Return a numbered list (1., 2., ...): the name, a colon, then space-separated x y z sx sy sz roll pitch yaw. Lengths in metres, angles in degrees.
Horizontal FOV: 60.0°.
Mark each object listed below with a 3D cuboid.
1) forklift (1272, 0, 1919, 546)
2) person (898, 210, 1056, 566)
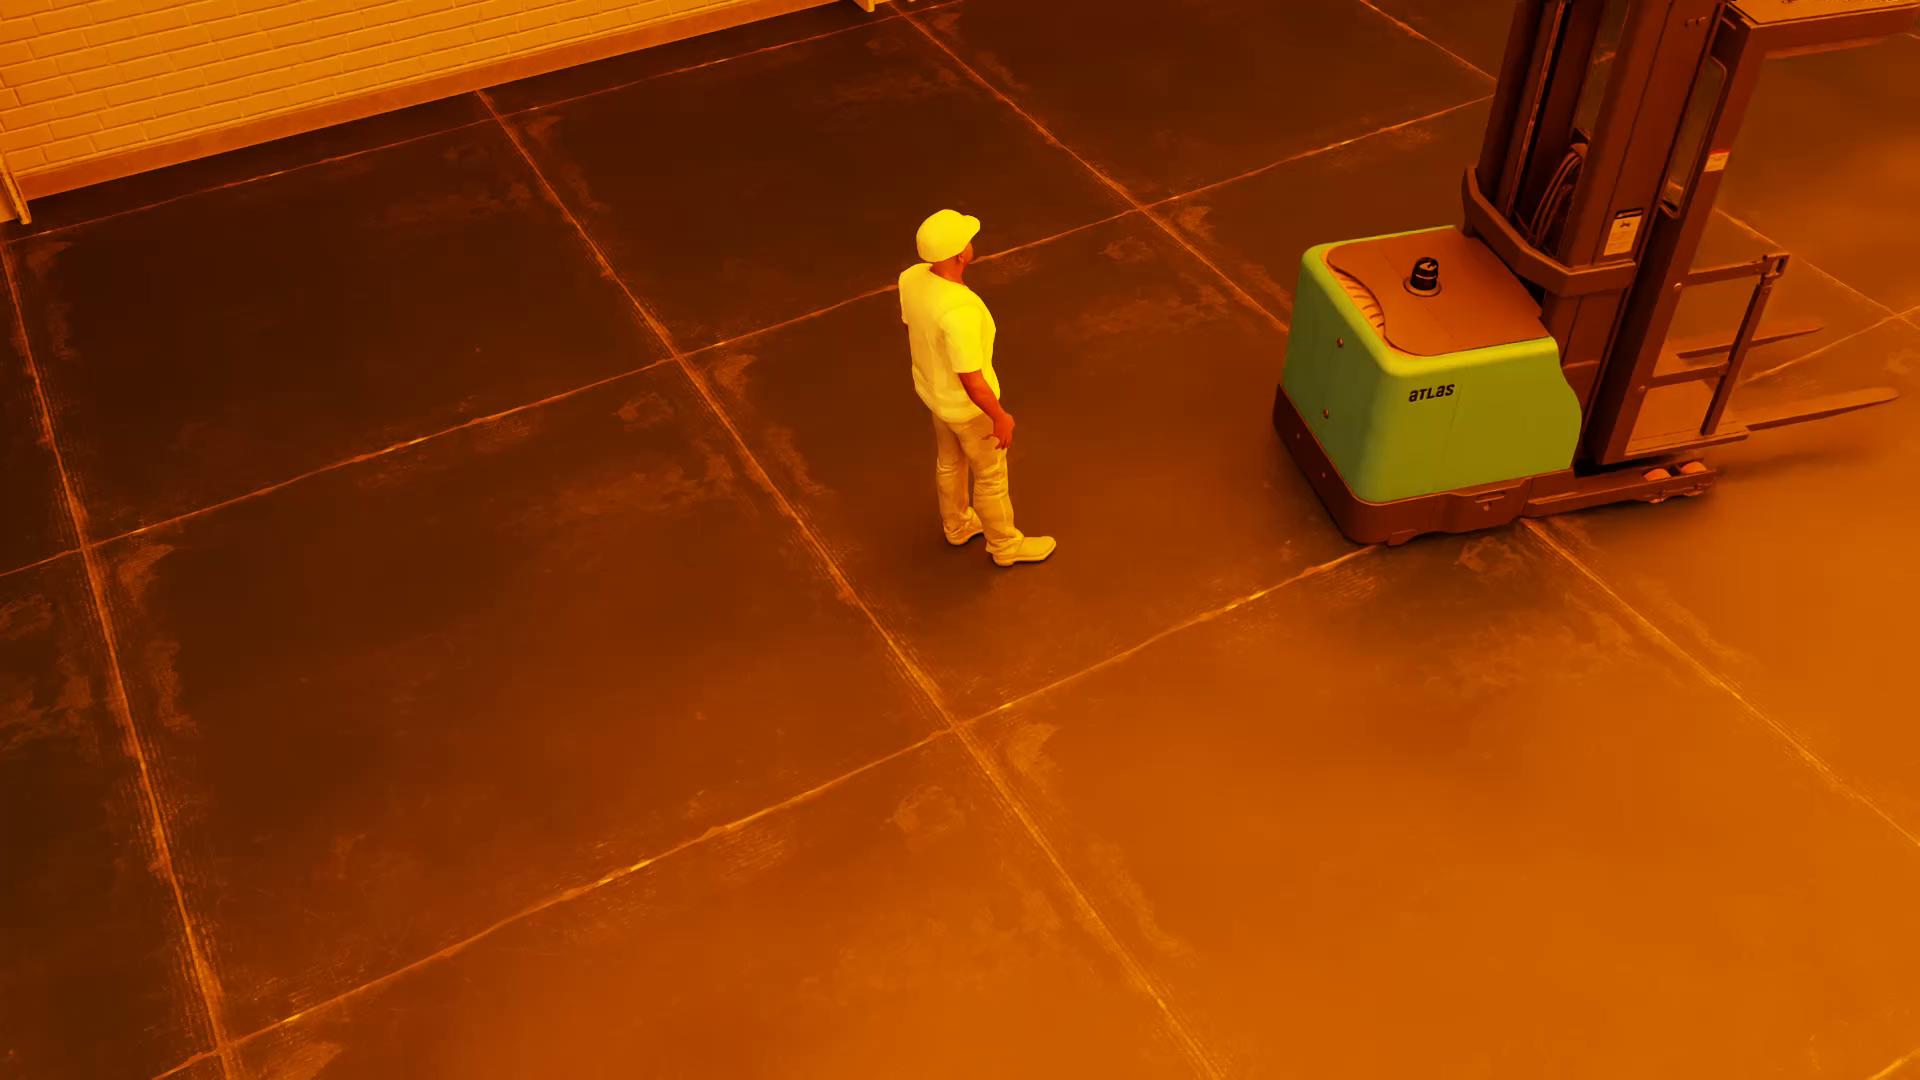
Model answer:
1. forklift: 3.152 -1.595 7.417 3.031 2.935 1.130 -10 44 -11
2. person: 0.063 -0.673 7.269 0.577 1.765 0.665 -21 47 -21
